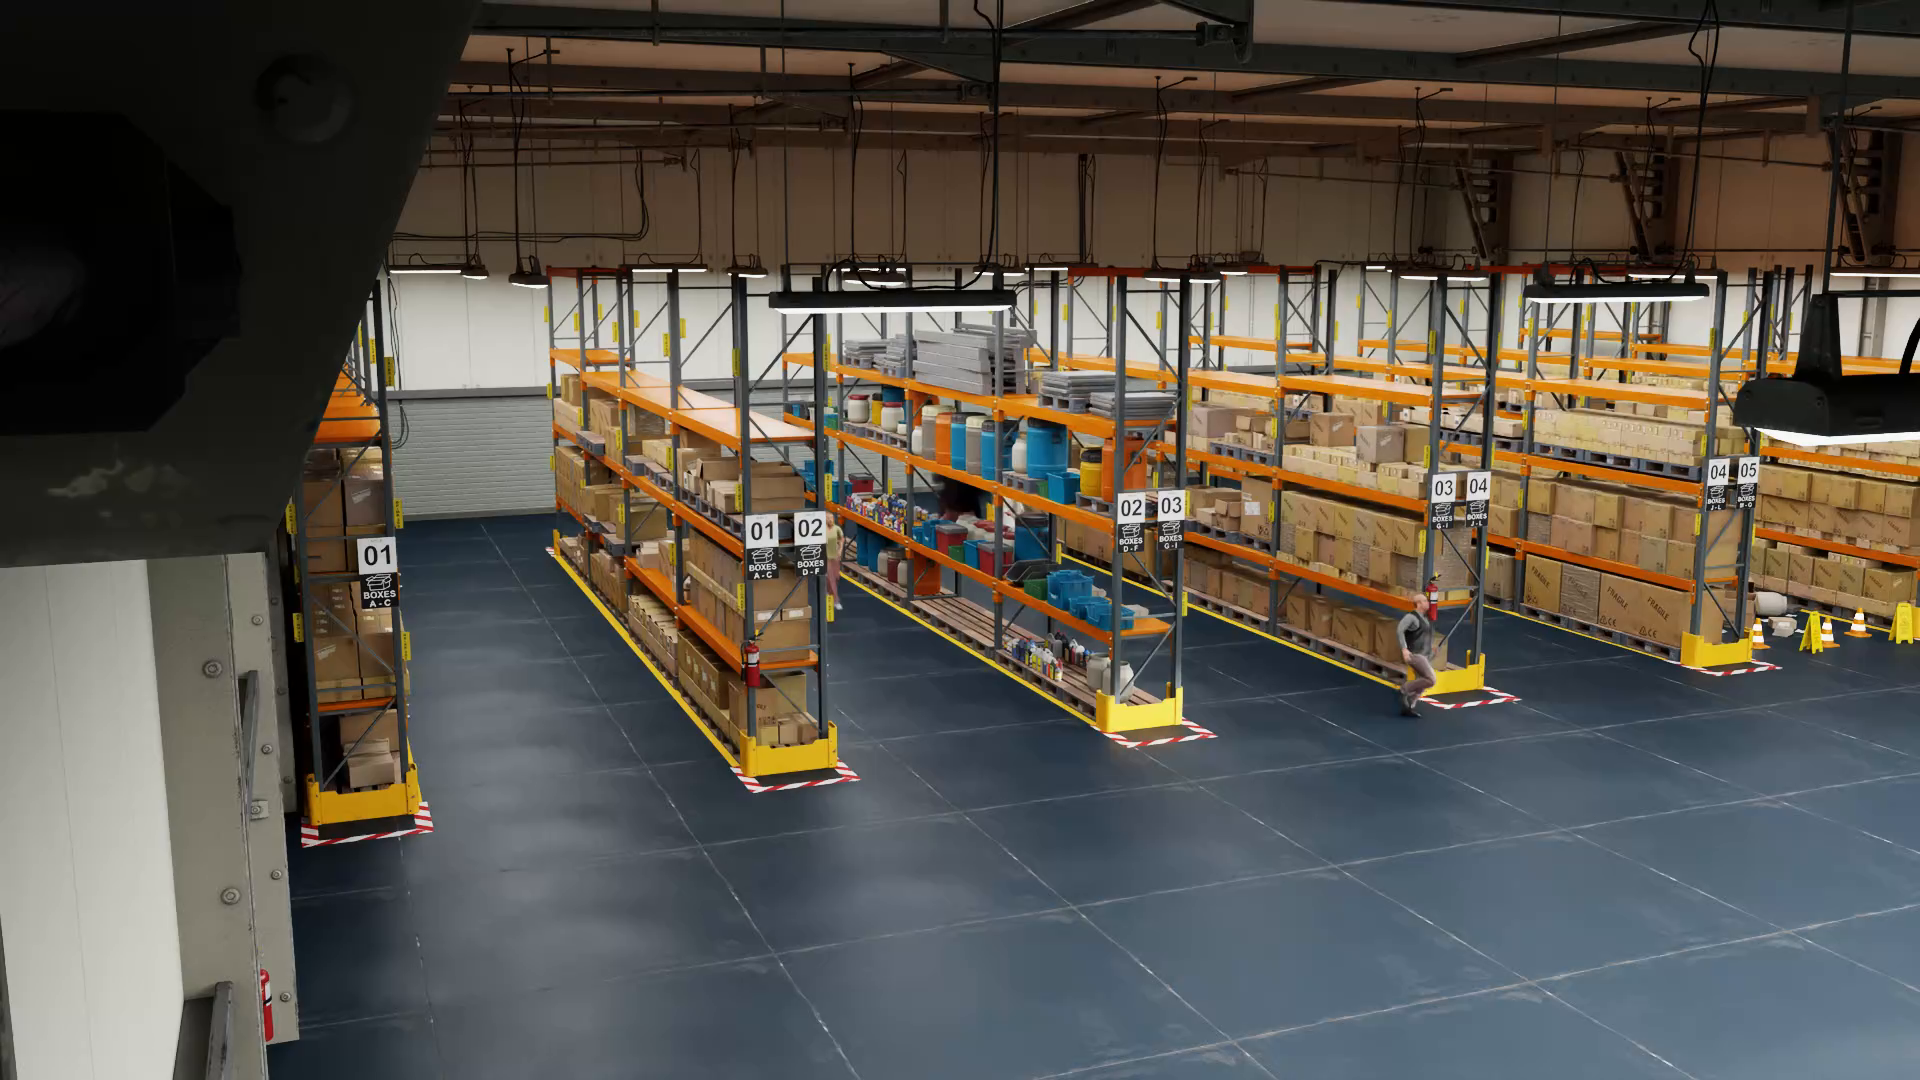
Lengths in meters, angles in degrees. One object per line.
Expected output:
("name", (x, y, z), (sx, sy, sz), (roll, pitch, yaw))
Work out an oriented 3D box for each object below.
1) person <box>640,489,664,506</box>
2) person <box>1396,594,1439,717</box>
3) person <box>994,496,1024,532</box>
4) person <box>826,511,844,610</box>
("person", (-6.673, -0.641, 35.716), (0.705, 1.620, 0.601), (7, 12, 33))
("person", (6.343, 1.578, 22.854), (0.540, 1.649, 0.684), (7, 12, 36))
("person", (1.035, -0.414, 33.156), (0.706, 1.744, 0.646), (-6, 11, -30))
("person", (-2.244, 0.322, 28.432), (0.604, 1.659, 0.725), (-4, 11, -23))
